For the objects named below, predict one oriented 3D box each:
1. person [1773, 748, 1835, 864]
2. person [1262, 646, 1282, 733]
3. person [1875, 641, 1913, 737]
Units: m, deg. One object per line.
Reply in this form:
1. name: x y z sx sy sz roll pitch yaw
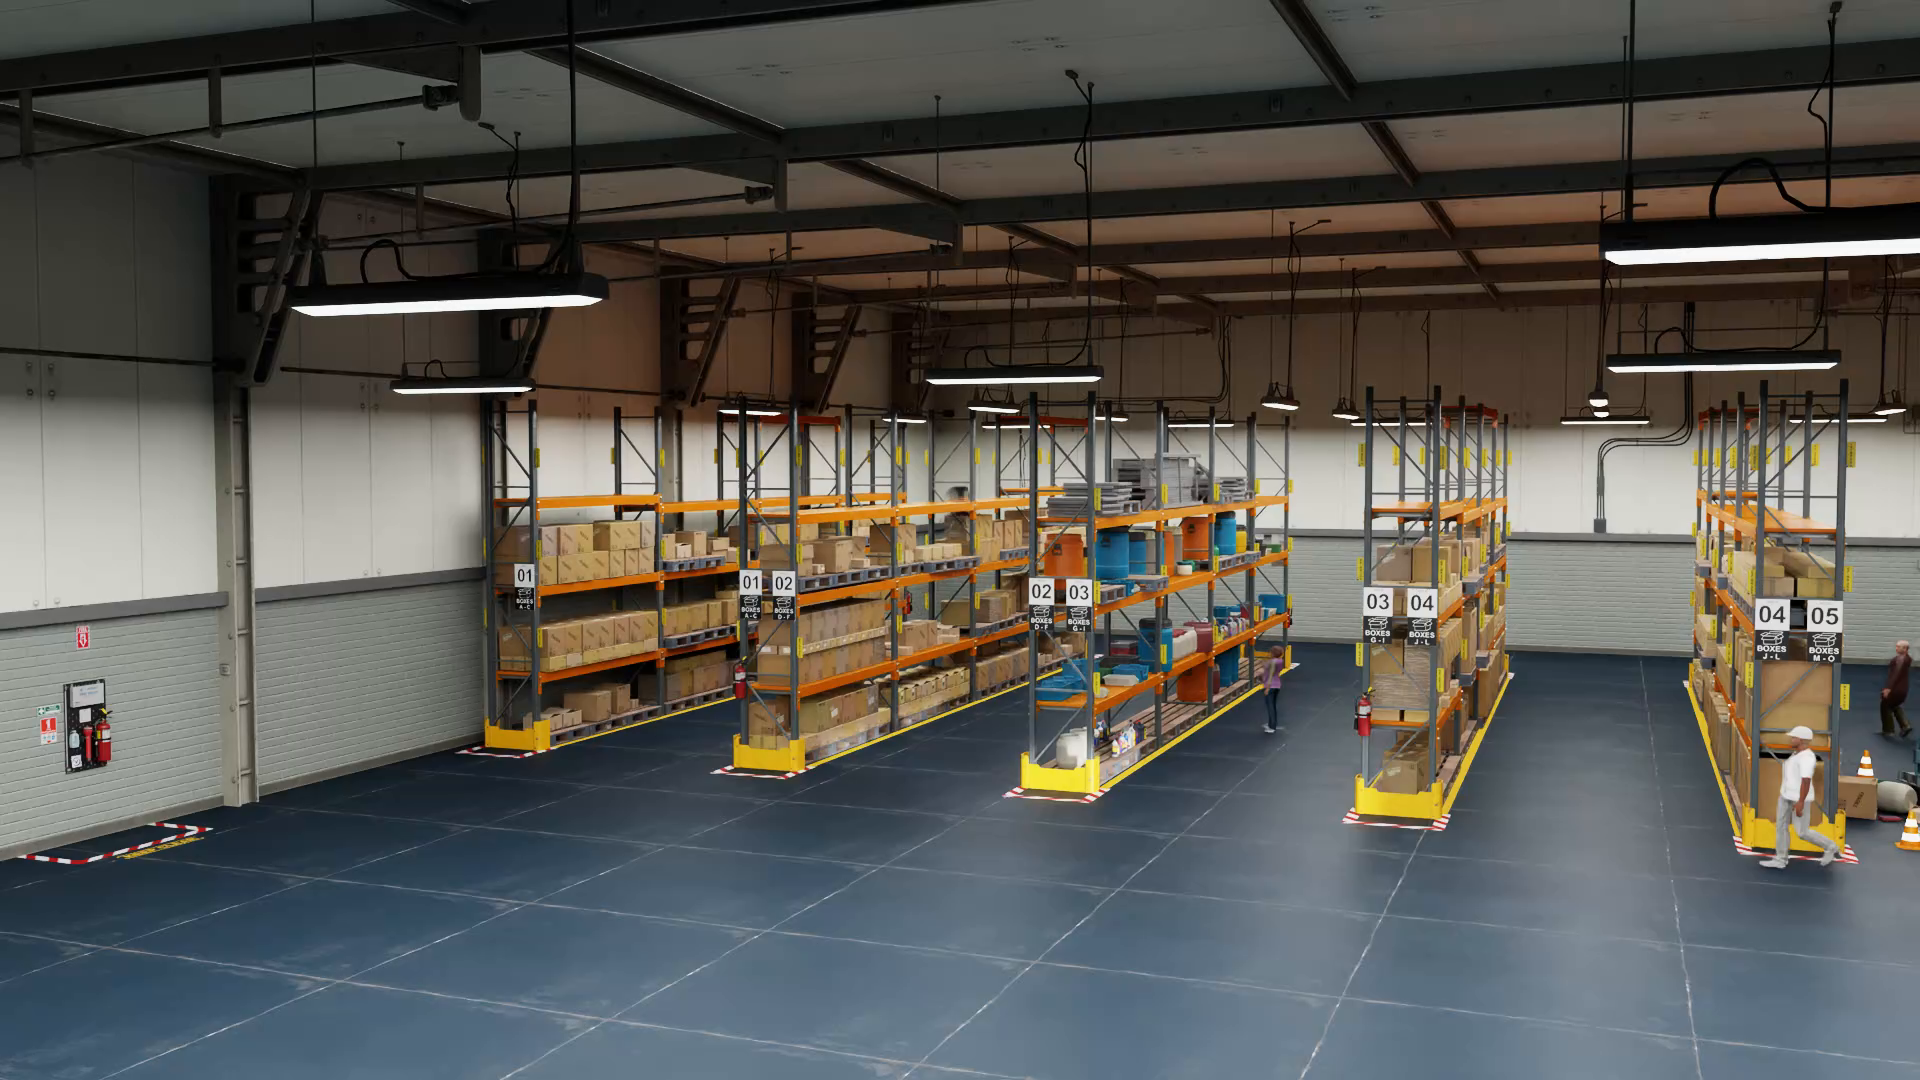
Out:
1. person: 10.262 3.230 20.174 0.656 1.432 0.530 0 3 -9
2. person: 5.661 2.714 30.486 0.517 1.583 0.456 3 4 43
3. person: 16.760 2.684 29.881 0.616 1.783 0.608 -2 3 -29
